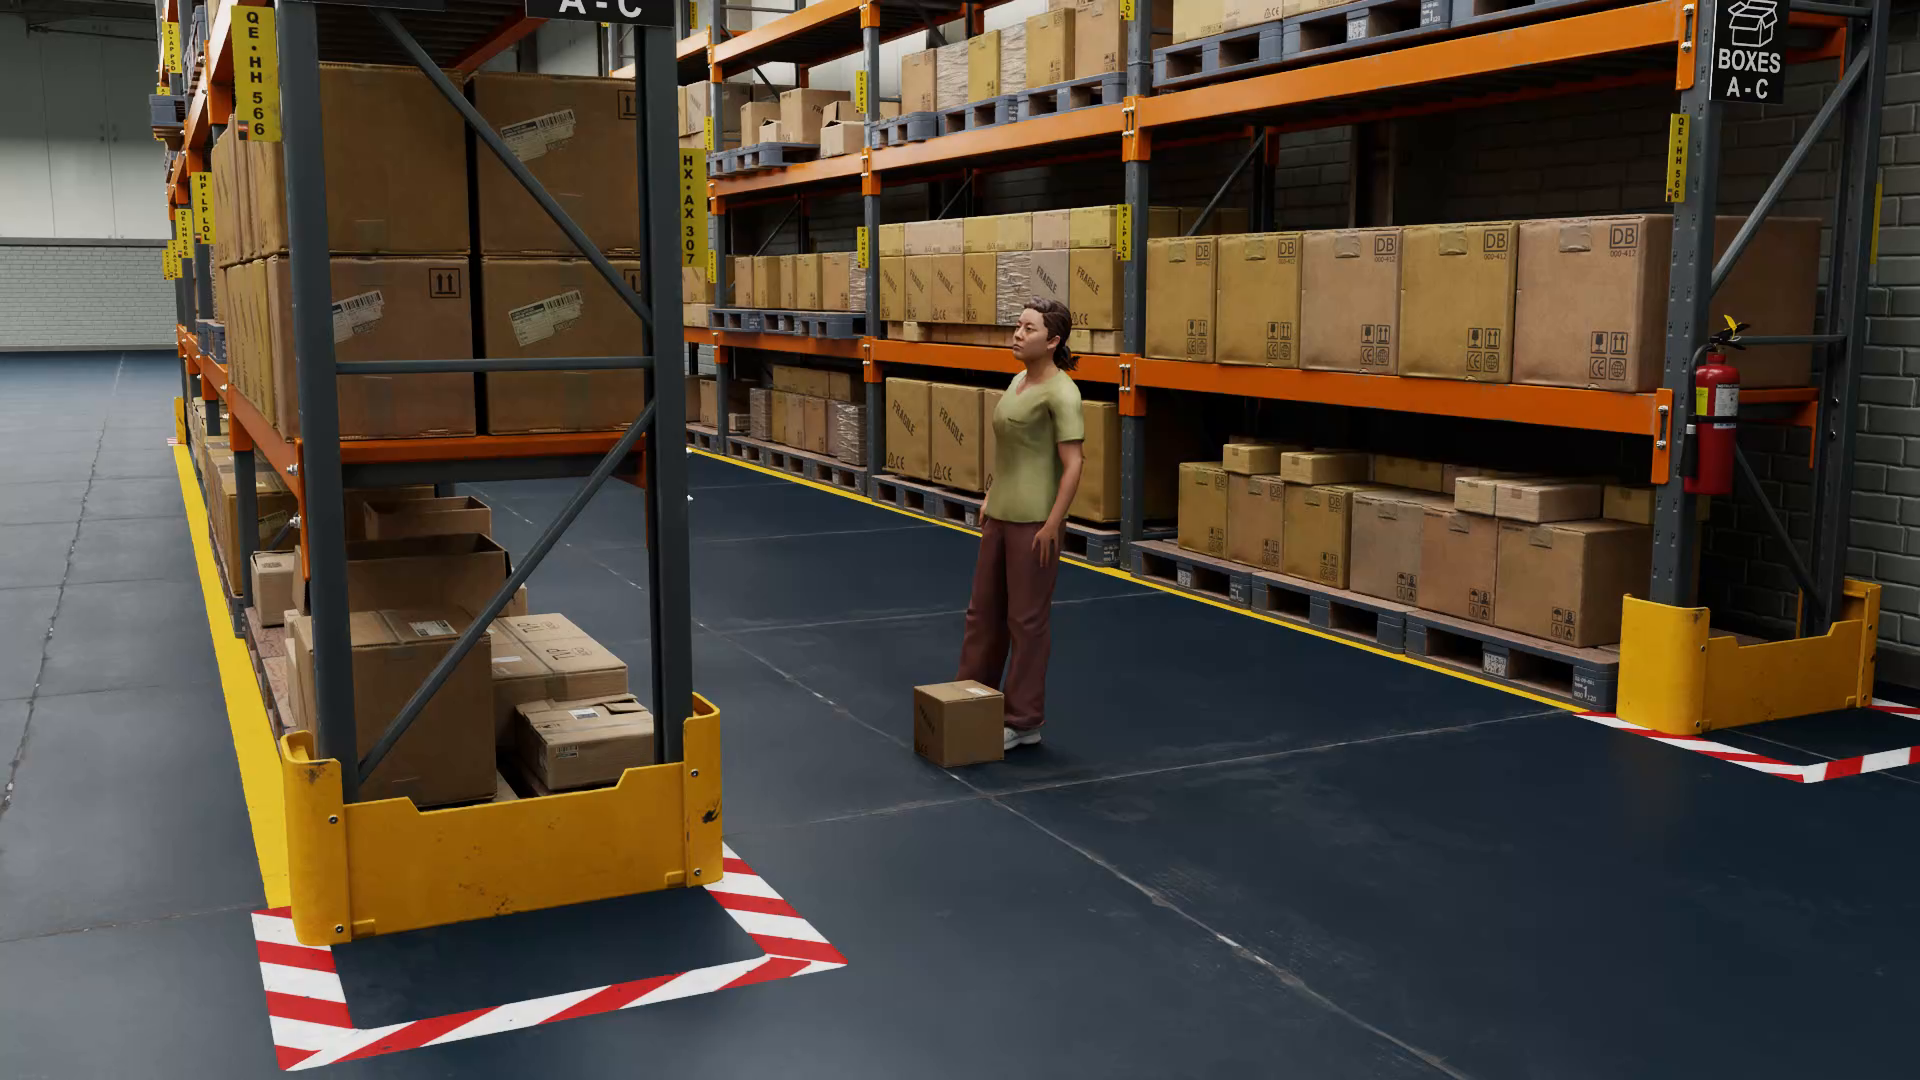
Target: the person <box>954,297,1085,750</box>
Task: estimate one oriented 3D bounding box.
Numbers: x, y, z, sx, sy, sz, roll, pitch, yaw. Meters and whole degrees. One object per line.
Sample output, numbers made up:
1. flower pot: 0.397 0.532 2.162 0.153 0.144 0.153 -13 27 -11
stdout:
1. person: 0.175 -0.055 6.152 0.548 1.673 0.554 -4 10 -26
